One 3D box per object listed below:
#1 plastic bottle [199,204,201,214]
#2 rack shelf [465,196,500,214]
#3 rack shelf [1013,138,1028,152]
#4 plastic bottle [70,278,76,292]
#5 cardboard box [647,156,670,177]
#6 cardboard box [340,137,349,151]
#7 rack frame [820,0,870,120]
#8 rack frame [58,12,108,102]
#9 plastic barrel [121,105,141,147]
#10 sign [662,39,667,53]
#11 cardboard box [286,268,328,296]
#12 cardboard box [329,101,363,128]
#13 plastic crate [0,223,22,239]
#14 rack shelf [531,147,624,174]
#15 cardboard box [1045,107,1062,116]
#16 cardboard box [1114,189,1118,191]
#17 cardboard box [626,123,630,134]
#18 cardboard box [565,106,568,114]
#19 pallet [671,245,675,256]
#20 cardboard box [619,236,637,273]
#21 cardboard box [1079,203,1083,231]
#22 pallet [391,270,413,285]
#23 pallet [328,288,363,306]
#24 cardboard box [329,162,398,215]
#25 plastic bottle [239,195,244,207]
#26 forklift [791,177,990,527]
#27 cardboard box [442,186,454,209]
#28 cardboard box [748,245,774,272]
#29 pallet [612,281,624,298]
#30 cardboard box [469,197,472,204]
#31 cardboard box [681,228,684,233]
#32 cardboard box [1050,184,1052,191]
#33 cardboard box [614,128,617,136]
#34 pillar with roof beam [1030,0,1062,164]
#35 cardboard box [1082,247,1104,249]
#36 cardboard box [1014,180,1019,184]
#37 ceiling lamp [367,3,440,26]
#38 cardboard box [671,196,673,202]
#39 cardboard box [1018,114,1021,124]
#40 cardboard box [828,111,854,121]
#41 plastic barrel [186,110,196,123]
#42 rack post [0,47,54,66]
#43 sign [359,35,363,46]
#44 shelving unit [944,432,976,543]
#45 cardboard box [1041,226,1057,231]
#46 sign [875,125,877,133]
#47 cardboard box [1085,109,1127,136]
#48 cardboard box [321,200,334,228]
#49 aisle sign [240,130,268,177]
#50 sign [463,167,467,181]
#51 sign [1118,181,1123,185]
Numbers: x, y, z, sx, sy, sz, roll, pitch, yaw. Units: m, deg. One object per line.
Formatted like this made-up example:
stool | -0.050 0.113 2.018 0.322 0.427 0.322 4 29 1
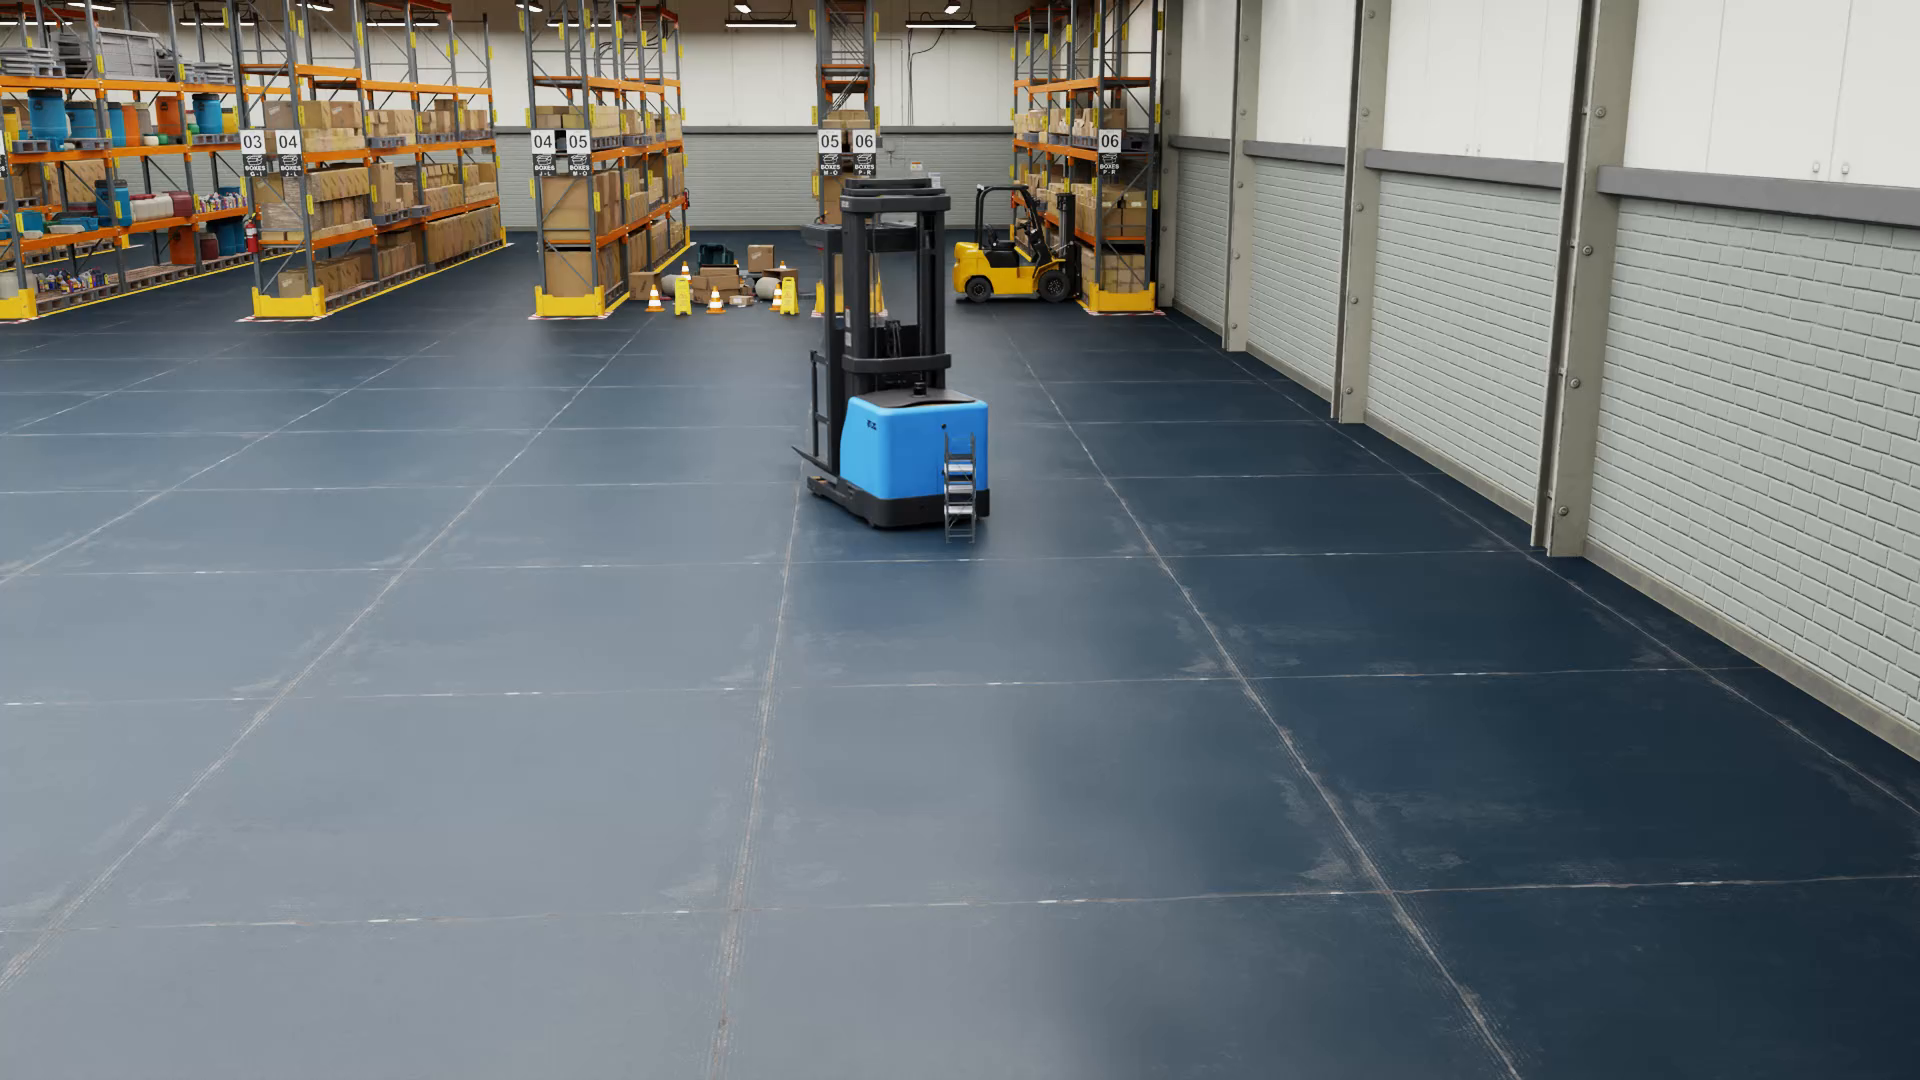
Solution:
plastic bottle | -17.014 -7.420 37.103 0.097 0.271 0.097 0 14 0
rack shelf | -12.758 -8.561 42.722 1.077 0.370 4.000 -1 14 -3
rack shelf | 2.087 -10.244 43.244 1.077 0.370 4.000 -1 14 -3
plastic bottle | -16.657 -4.783 31.190 0.097 0.271 0.097 0 14 0
cardboard box | -7.462 -9.256 41.176 0.500 0.500 0.500 -1 14 -2
cardboard box | -11.791 -7.436 31.189 0.500 0.250 0.500 -1 14 -4
rack frame | -2.248 -9.480 32.813 1.000 3.000 0.127 -1 14 -3
rack frame | -22.770 -12.160 43.227 1.000 3.000 0.127 -1 14 -3
plastic barrel | -17.455 -8.631 34.669 0.600 0.830 0.708 -1 14 -3
sign | -7.124 -11.907 40.054 0.100 0.325 0.005 -1 14 -3
cardboard box | -11.984 -4.724 30.539 0.500 0.500 0.500 3 15 11
cardboard box | -11.856 -8.201 32.061 0.500 0.500 0.500 -1 14 -5
plastic crate | -17.198 -5.560 29.915 0.499 0.251 0.408 -1 14 -3
rack shelf | -7.058 -7.080 30.949 1.077 0.370 4.000 -1 14 -3
cardboard box | 2.298 -10.495 40.807 0.396 0.266 0.258 -1 14 -4
cardboard box | 3.092 -6.509 31.206 0.380 0.149 0.250 0 14 -2
cardboard box | -7.086 -8.581 34.566 0.396 0.266 0.258 -1 14 -3
cardboard box | -7.372 -7.842 30.328 0.380 0.149 0.250 -1 14 -4
pallet | -7.755 -7.279 41.894 1.003 0.211 1.213 -1 14 -3
cardboard box | -7.366 -5.980 34.922 1.050 0.750 0.750 -1 14 -3
cardboard box | 2.564 -6.206 31.926 0.500 0.500 0.500 -1 14 -3
pallet | -12.267 -5.569 35.248 1.003 0.211 1.213 -1 14 -3
pallet | -11.983 -4.601 31.485 1.003 0.211 1.213 -1 14 -3
cardboard box | -12.048 -7.116 33.616 1.000 1.000 1.000 -1 14 -3
plastic bottle | -17.208 -8.091 39.703 0.152 0.276 0.135 -1 14 -3
forklift | -0.795 -1.851 15.338 1.130 2.935 3.031 -6 16 -23
cardboard box | -12.270 -8.095 39.268 0.500 0.500 0.500 -1 14 -4
cardboard box | -4.022 -5.696 33.642 0.500 0.500 0.500 -1 14 -3
pallet | -7.213 -4.933 32.774 1.003 0.211 1.213 -1 14 -3
cardboard box | -12.337 -8.434 41.290 0.380 0.149 0.250 -1 14 -5
cardboard box | -7.608 -8.298 44.538 0.380 0.149 0.250 -1 14 -5
cardboard box | 2.202 -7.860 37.052 0.380 0.149 0.250 -1 14 -2
cardboard box | -6.807 -7.844 31.933 0.380 0.149 0.250 -1 14 -3
pillar with roof beam | -1.601 -13.160 47.116 9.100 9.000 0.548 -1 14 -3
cardboard box | 2.512 -5.502 32.059 0.500 0.250 0.500 -1 14 -5
cardboard box | 1.722 -9.591 44.988 0.500 0.250 0.500 -1 14 -3
ceiling lamp | -15.478 -15.769 45.539 2.000 3.185 0.800 -1 14 -3
cardboard box | -7.489 -8.677 42.234 0.380 0.149 0.250 -1 14 -2
cardboard box | 1.797 -11.037 43.586 0.500 0.250 0.500 -1 14 -4
cardboard box | -2.411 -8.543 33.644 0.500 0.250 0.500 -1 14 -2
plastic barrel | -17.590 -9.501 37.797 0.433 0.535 0.433 0 14 0
rack post | -16.986 -8.701 29.936 0.937 0.300 0.954 -1 14 -4
sign | -12.940 -10.842 35.912 0.100 0.325 0.005 -1 14 -3
shelving unit | 0.000 -0.438 13.922 0.258 0.900 0.210 -1 14 -3
cardboard box | 2.121 -7.403 39.653 0.380 0.149 0.250 -2 15 -6
sign | -1.707 -8.288 33.163 0.100 0.325 0.005 -1 14 -3
cardboard box | 2.720 -7.773 30.954 0.700 0.500 0.500 -1 14 -3
cardboard box | -12.036 -6.004 30.546 0.875 0.500 0.500 -1 14 -3
aisle sign | -12.186 -6.666 28.698 0.394 0.787 0.004 -1 14 -3
sign | -12.093 -8.945 40.607 0.100 0.325 0.005 -1 14 -3
sign | 3.260 -7.119 33.779 0.100 0.325 0.005 -1 14 -3
